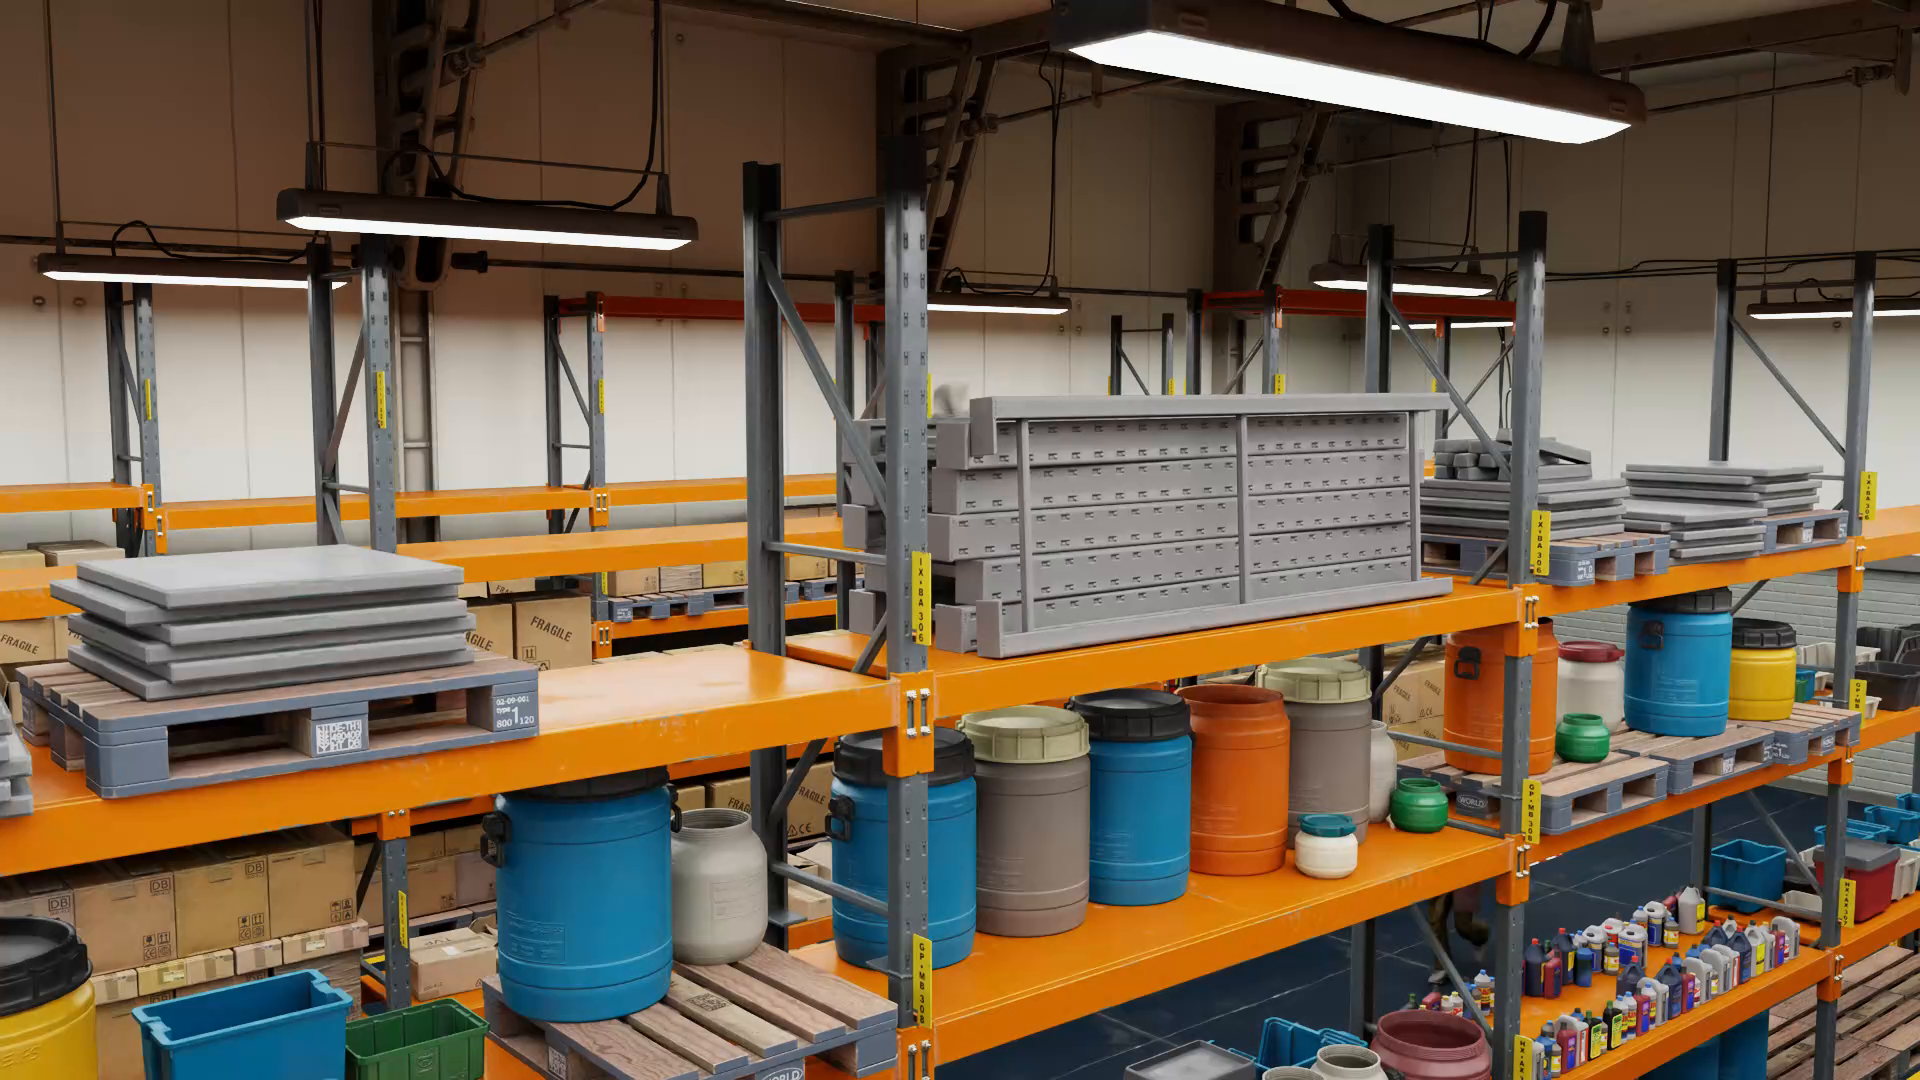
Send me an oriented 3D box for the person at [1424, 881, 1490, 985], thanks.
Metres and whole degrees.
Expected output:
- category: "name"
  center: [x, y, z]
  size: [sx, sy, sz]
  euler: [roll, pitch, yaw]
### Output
- category: "person"
  center: [4.288, 2.960, 14.371]
  size: [0.716, 1.654, 0.833]
  euler: [5, 7, 43]
